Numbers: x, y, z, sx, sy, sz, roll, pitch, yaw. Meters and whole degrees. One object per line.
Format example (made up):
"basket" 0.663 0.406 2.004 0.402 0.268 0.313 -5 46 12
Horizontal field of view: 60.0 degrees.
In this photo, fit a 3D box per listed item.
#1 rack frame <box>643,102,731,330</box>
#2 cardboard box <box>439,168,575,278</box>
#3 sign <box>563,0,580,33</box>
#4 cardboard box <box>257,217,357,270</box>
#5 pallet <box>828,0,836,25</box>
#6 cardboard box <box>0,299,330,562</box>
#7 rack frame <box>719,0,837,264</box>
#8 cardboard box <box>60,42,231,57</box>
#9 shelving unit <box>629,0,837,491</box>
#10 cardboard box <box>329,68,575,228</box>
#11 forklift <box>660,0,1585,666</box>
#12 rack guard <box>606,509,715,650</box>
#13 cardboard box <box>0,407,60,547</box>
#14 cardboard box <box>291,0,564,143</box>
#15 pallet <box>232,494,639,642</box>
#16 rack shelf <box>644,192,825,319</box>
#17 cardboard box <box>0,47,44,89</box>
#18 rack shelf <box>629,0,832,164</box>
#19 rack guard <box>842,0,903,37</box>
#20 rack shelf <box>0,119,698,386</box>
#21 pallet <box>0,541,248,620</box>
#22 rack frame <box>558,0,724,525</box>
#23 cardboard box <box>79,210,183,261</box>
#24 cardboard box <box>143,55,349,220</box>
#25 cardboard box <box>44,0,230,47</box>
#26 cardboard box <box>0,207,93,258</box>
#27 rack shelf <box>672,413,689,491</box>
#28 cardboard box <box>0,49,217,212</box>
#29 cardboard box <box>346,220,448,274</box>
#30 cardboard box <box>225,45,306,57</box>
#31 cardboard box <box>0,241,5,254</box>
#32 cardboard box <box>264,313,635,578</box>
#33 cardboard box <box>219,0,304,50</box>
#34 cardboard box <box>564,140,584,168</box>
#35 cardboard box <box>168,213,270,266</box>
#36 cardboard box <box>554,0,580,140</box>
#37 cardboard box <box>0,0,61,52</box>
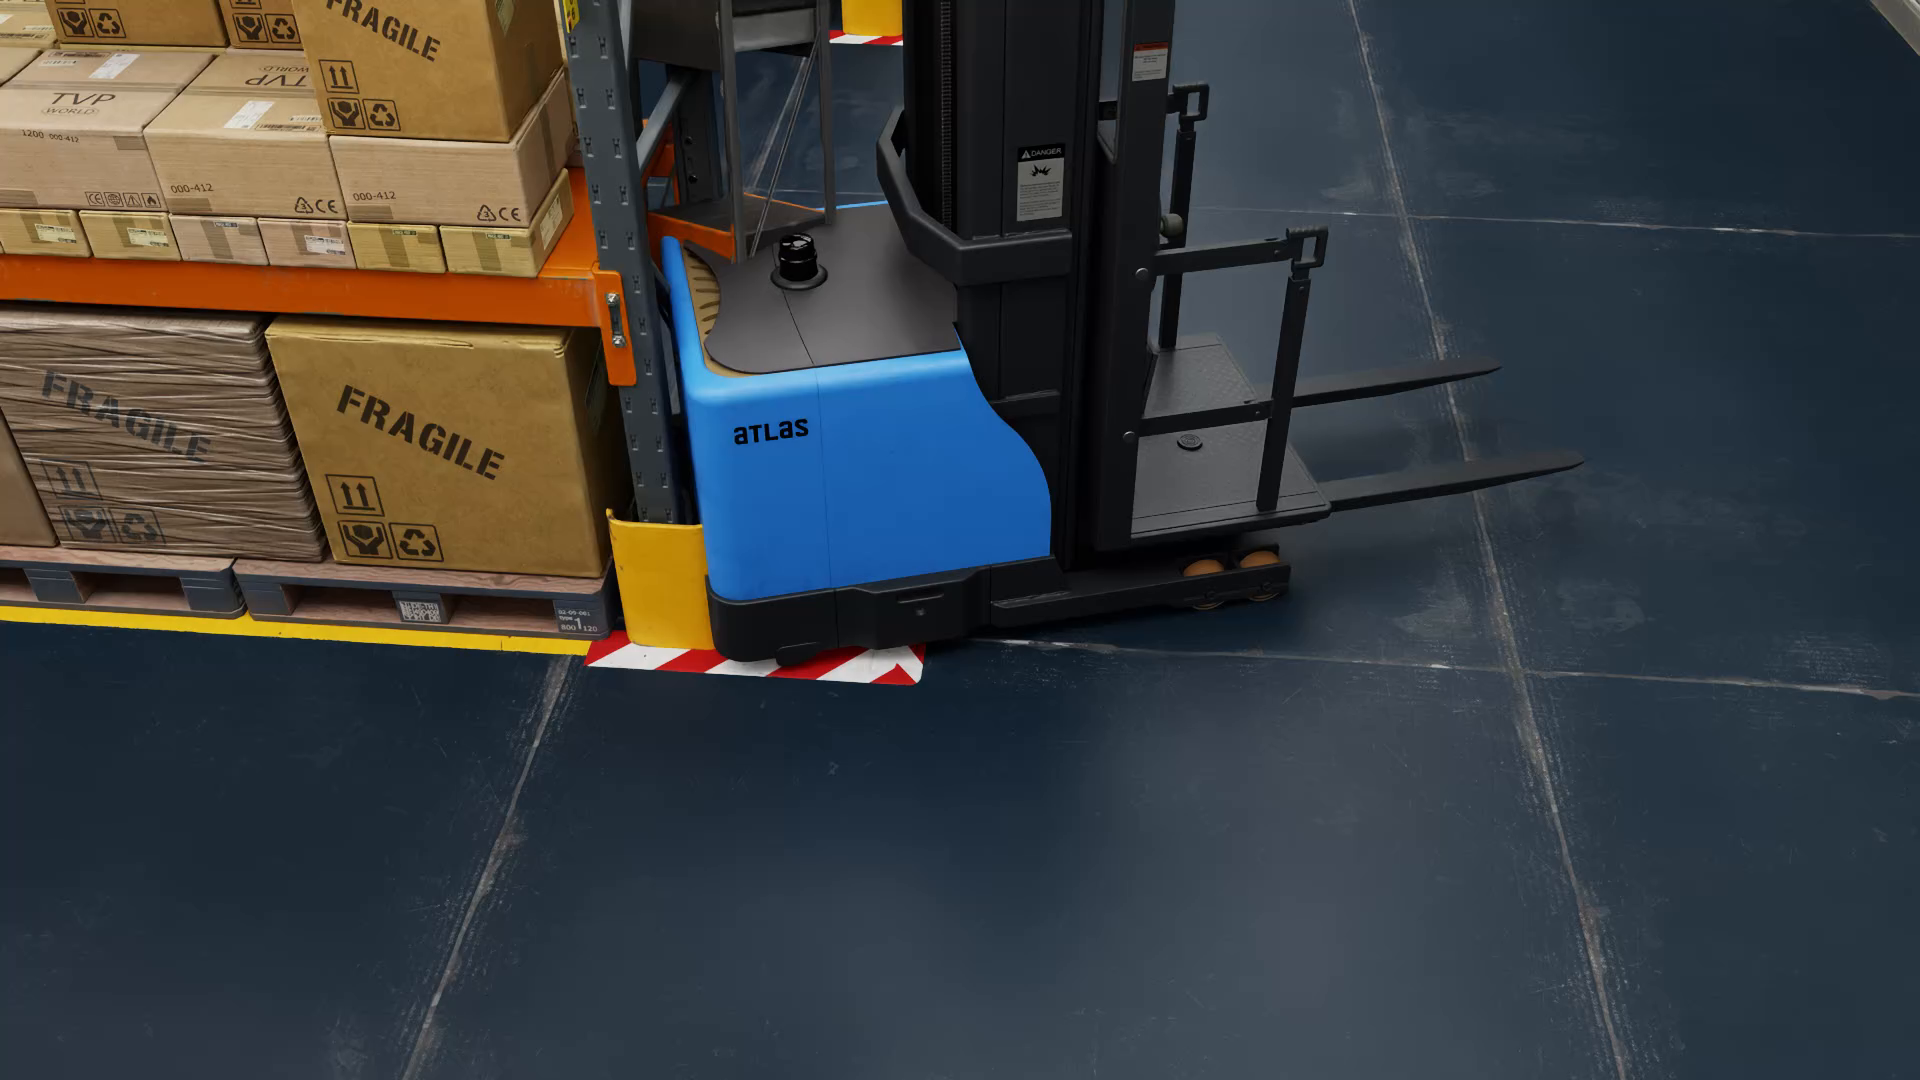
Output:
"rack frame" -0.883 -0.917 5.522 0.015 2.100 0.400 21 32 40
"cardboard box" -1.268 -0.901 4.680 0.250 0.149 0.380 4 39 5
"sign" -0.945 -1.387 3.973 0.005 0.325 0.100 3 39 4
"cardboard box" -1.778 -0.929 4.714 0.250 0.149 0.380 3 39 4
"pallet" -1.276 -3.289 9.624 1.213 0.211 1.003 3 39 4
"cardboard box" -2.436 -0.559 5.411 0.875 0.875 0.875 3 39 4
"rack frame" -0.534 -0.780 5.210 0.015 2.100 0.400 21 32 40
"cardboard box" -2.358 -1.493 5.092 0.500 0.250 0.500 2 39 2
"shelving unit" -0.708 -0.849 5.366 0.503 2.100 0.431 21 32 40
"cardboard box" -1.390 -1.103 4.612 0.500 0.250 0.500 3 39 3
"forklift" 0.607 -1.225 4.934 3.031 2.935 1.130 -8 40 -10
"rack guard" -0.861 -0.216 5.619 0.348 0.500 1.175 3 39 4
"cardboard box" -3.323 -0.608 5.471 0.875 0.875 0.875 3 39 4
"cardboard box" -1.393 -1.396 4.378 0.500 0.500 0.500 4 39 4
"pallet" -1.688 -0.099 5.705 1.213 0.211 1.003 3 39 4
"rack shelf" -0.708 -0.836 5.372 0.480 0.518 0.431 21 32 40
"cardboard box" -2.922 -1.184 4.712 0.500 0.250 0.500 3 39 4
"rack shelf" -0.713 -1.475 5.085 0.480 0.518 0.431 21 32 40
"rack guard" -0.432 -3.339 9.456 0.348 0.500 1.175 3 39 4
"rack shelf" -2.877 -1.016 5.192 4.000 0.370 1.077 3 39 4
"pallet" -2.900 -0.167 5.788 1.213 0.211 1.003 3 39 4
"rack frame" -0.885 -1.186 4.831 0.127 3.000 1.000 3 39 4
"cardboard box" -2.286 -0.956 4.747 0.250 0.149 0.380 2 39 3
"cardboard box" -1.896 -1.131 4.647 0.500 0.250 0.500 2 39 3
"cardboard box" -2.354 -1.782 4.852 0.500 0.500 0.500 2 39 3
"cardboard box" -2.544 -0.970 4.764 0.250 0.149 0.380 3 39 4
"rack shelf" -0.703 -0.198 5.658 0.480 0.518 0.431 21 32 40
"cardboard box" -2.403 -1.159 4.680 0.500 0.250 0.500 2 39 2
"cardboard box" -1.527 -0.914 4.696 0.250 0.149 0.380 4 39 4
"cardboard box" -1.858 -1.464 5.055 0.500 0.250 0.500 3 39 3
"cardboard box" -2.791 -0.985 4.783 0.250 0.149 0.380 4 39 5
"cardboard box" -1.529 -0.510 5.351 0.875 0.875 0.875 3 39 4
"cardboard box" -1.838 -1.758 4.822 0.500 0.500 0.500 2 39 3
"cardboard box" -1.210 -1.316 5.189 0.250 0.149 0.380 4 39 4
"cardboard box" -2.027 -0.943 4.731 0.250 0.149 0.380 4 39 5
"cardboard box" -1.340 -1.440 5.026 0.500 0.250 0.500 2 39 3
"cardboard box" -2.879 -1.518 5.123 0.500 0.250 0.500 2 39 3
